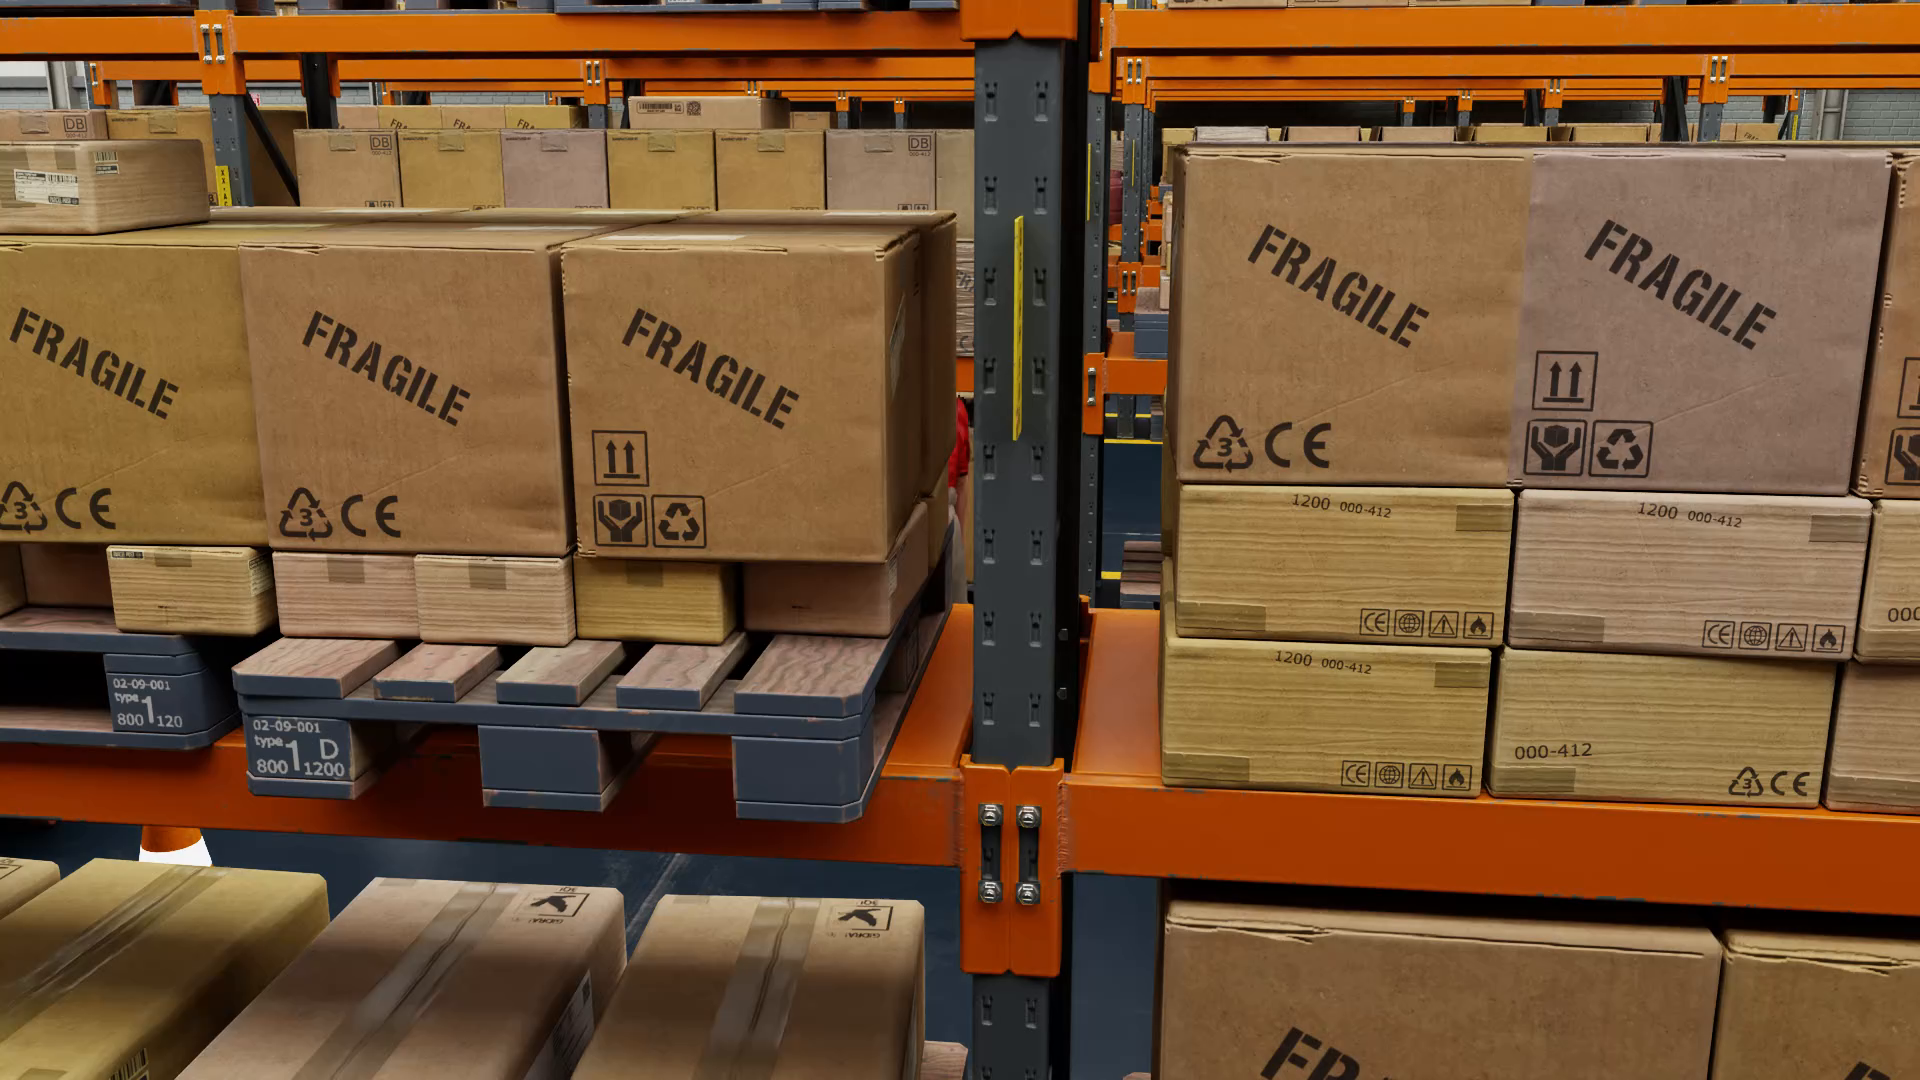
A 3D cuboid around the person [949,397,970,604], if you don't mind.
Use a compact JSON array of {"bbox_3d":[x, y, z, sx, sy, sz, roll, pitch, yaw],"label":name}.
[{"bbox_3d":[-0.195,-0.001,6.428,0.485,1.548,0.733,1,14,5],"label":"person"}]
